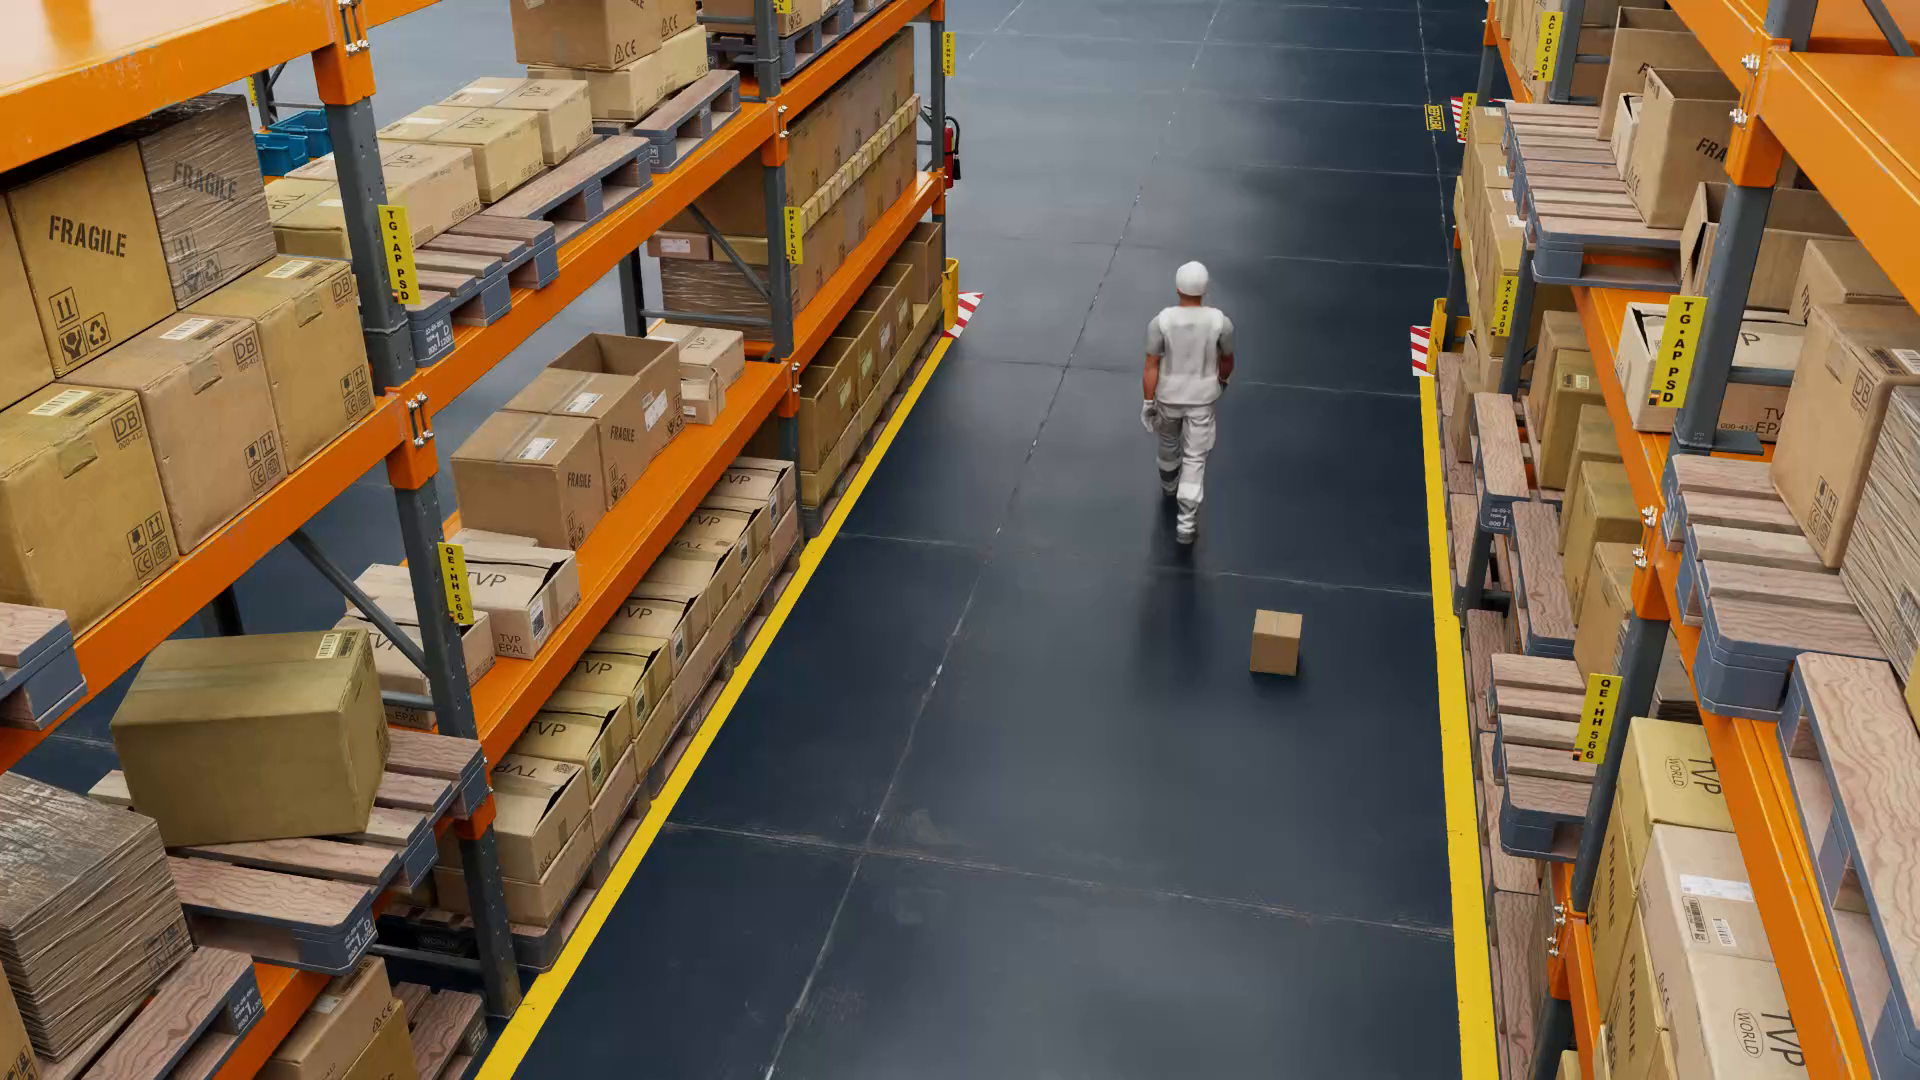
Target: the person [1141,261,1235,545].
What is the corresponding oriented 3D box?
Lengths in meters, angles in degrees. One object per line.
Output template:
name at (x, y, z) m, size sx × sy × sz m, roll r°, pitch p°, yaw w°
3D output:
person at (1.410, -0.916, 10.296) m, size 0.538 × 1.735 × 1.089 m, roll 5°, pitch 29°, yaw 10°
